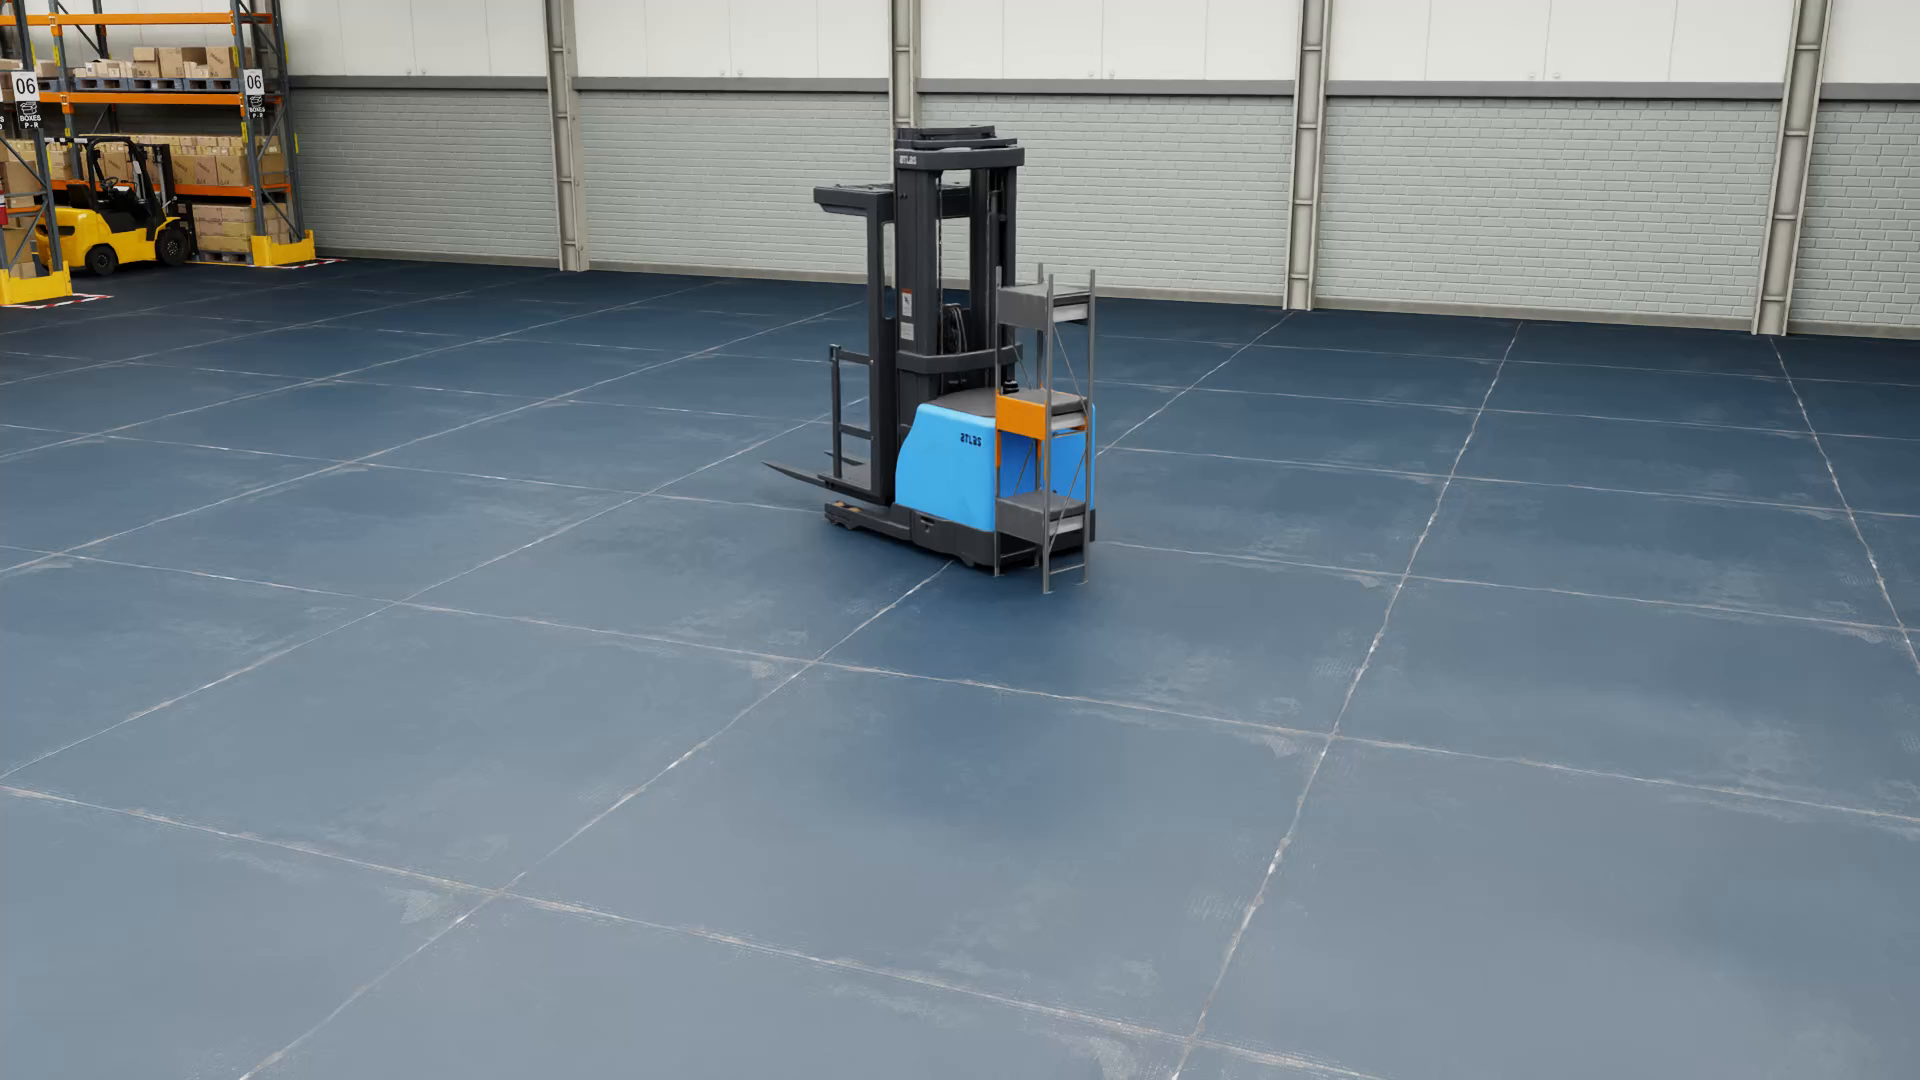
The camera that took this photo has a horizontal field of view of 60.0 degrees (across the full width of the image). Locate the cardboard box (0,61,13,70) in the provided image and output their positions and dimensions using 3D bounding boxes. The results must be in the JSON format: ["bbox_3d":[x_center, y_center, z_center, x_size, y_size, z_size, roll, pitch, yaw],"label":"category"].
[{"bbox_3d":[-13.735,-6.741,23.655,0.250,0.149,0.380,6,17,20],"label":"cardboard box"}]

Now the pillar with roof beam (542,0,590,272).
[{"bbox_3d":[-7.976,-7.693,22.532,0.400,9.000,9.100,6,17,21],"label":"pillar with roof beam"}]

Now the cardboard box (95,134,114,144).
[{"bbox_3d":[-14.911,-7.040,29.168,0.250,0.149,0.380,7,17,21],"label":"cardboard box"}]

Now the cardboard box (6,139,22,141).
[{"bbox_3d":[-17.291,-7.282,30.535,0.250,0.149,0.380,7,18,22],"label":"cardboard box"}]

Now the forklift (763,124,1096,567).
[{"bbox_3d":[-0.369,-1.566,12.309,1.130,2.935,3.031,-13,21,-38],"label":"forklift"}]

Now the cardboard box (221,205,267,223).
[{"bbox_3d":[-12.204,-5.565,28.347,0.500,0.250,0.500,7,18,22],"label":"cardboard box"}]

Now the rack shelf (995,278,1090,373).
[{"bbox_3d":[0.548,-1.392,10.740,0.431,0.518,0.480,-13,21,-38],"label":"rack shelf"}]

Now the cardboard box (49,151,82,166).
[{"bbox_3d":[-15.933,-6.798,29.583,0.500,0.250,0.500,6,17,19],"label":"cardboard box"}]

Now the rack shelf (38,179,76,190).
[{"bbox_3d":[-17.243,-6.505,30.492,4.000,0.370,1.077,6,17,21],"label":"rack shelf"}]

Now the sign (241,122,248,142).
[{"bbox_3d":[-11.873,-6.768,27.604,0.005,0.325,0.100,6,17,21],"label":"sign"}]

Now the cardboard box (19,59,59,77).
[{"bbox_3d":[-16.145,-8.305,29.246,0.500,0.311,0.500,6,17,19],"label":"cardboard box"}]

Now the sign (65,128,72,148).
[{"bbox_3d":[-15.572,-7.023,29.049,0.005,0.325,0.100,6,17,21],"label":"sign"}]

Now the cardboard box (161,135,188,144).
[{"bbox_3d":[-13.501,-6.877,28.605,0.250,0.149,0.380,7,17,21],"label":"cardboard box"}]

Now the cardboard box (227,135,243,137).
[{"bbox_3d":[-12.377,-6.888,28.644,0.250,0.149,0.380,7,17,22],"label":"cardboard box"}]

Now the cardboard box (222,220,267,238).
[{"bbox_3d":[-12.229,-5.327,28.425,0.500,0.250,0.500,6,17,20],"label":"cardboard box"}]

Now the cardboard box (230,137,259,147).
[{"bbox_3d":[-12.072,-6.722,28.070,0.250,0.149,0.380,6,17,21],"label":"cardboard box"}]

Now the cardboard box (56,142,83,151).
[{"bbox_3d":[-15.781,-6.983,29.505,0.250,0.149,0.380,7,18,23],"label":"cardboard box"}]

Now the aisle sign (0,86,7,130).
[{"bbox_3d":[-13.528,-6.116,23.199,0.004,0.787,0.394,6,17,21],"label":"aisle sign"}]

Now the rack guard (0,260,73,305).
[{"bbox_3d":[-13.550,-3.757,24.217,0.348,0.500,1.175,6,17,21],"label":"rack guard"}]

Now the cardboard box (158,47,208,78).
[{"bbox_3d":[-13.078,-8.088,28.162,0.500,0.500,0.700,6,17,21],"label":"cardboard box"}]

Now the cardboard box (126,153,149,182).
[{"bbox_3d":[-14.103,-6.481,28.938,0.500,0.500,0.500,6,17,20],"label":"cardboard box"}]

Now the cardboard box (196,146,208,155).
[{"bbox_3d":[-12.780,-6.649,28.352,0.250,0.149,0.380,6,17,20],"label":"cardboard box"}]

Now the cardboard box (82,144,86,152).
[{"bbox_3d":[-15.182,-6.905,29.236,0.250,0.149,0.380,6,17,20],"label":"cardboard box"}]

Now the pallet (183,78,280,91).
[{"bbox_3d":[-12.309,-7.714,28.144,1.213,0.211,1.003,6,17,21],"label":"pallet"}]

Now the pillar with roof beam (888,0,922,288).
[{"bbox_3d":[-2.395,-7.079,20.418,0.400,9.000,9.100,6,17,21],"label":"pillar with roof beam"}]

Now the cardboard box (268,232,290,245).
[{"bbox_3d":[-12.046,-5.219,28.950,0.500,0.250,0.500,6,17,21],"label":"cardboard box"}]

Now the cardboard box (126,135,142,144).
[{"bbox_3d":[-14.224,-6.940,28.821,0.250,0.149,0.380,6,17,20],"label":"cardboard box"}]

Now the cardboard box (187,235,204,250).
[{"bbox_3d":[-13.135,-5.191,28.854,0.500,0.250,0.500,6,17,21],"label":"cardboard box"}]

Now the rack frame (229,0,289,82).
[{"bbox_3d":[-11.661,-9.118,27.441,0.127,3.000,1.000,6,17,21],"label":"rack frame"}]

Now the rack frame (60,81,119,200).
[{"bbox_3d":[-15.382,-6.646,29.687,0.127,3.000,1.000,6,17,21],"label":"rack frame"}]

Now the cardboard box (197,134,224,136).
[{"bbox_3d":[-13.064,-6.990,28.996,0.250,0.149,0.380,6,17,19],"label":"cardboard box"}]

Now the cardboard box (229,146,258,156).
[{"bbox_3d":[-12.086,-6.559,28.045,0.250,0.149,0.380,7,17,21],"label":"cardboard box"}]

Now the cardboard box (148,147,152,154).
[{"bbox_3d":[-13.751,-6.742,28.673,0.250,0.149,0.380,6,17,19],"label":"cardboard box"}]

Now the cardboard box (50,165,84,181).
[{"bbox_3d":[-15.947,-6.558,29.652,0.500,0.250,0.500,7,17,22],"label":"cardboard box"}]

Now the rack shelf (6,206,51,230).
[{"bbox_3d":[-15.339,-4.809,24.647,4.000,0.370,1.077,6,17,21],"label":"rack shelf"}]

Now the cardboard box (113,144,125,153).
[{"bbox_3d":[-14.486,-6.815,28.926,0.250,0.149,0.380,7,17,22],"label":"cardboard box"}]

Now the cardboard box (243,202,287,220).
[{"bbox_3d":[-12.039,-5.697,28.802,0.500,0.250,0.500,6,17,20],"label":"cardboard box"}]

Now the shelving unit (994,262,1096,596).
[{"bbox_3d":[0.548,-0.733,10.931,0.431,2.100,0.503,-13,21,-38],"label":"shelving unit"}]

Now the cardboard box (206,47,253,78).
[{"bbox_3d":[-12.162,-7.957,27.712,0.500,0.500,0.500,7,18,22],"label":"cardboard box"}]

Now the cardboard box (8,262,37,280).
[{"bbox_3d":[-14.128,-3.985,24.698,0.500,0.250,0.500,6,17,20],"label":"cardboard box"}]

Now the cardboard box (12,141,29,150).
[{"bbox_3d":[-16.750,-7.079,29.836,0.250,0.149,0.380,6,17,19],"label":"cardboard box"}]

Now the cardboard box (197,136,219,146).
[{"bbox_3d":[-12.770,-6.803,28.351,0.250,0.149,0.380,6,17,21],"label":"cardboard box"}]

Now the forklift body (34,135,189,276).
[{"bbox_3d":[-14.095,-5.550,27.435,1.214,2.155,2.313,6,17,21],"label":"forklift body"}]

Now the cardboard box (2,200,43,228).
[{"bbox_3d":[-17.291,-5.916,30.677,0.625,0.625,0.875,6,17,18],"label":"cardboard box"}]

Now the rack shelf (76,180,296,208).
[{"bbox_3d":[-13.522,-6.096,29.083,4.000,0.370,1.077,6,17,21],"label":"rack shelf"}]

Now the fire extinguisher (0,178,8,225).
[{"bbox_3d":[-13.542,-4.781,23.401,0.183,0.674,0.296,6,17,21],"label":"fire extinguisher"}]

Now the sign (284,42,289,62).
[{"bbox_3d":[-11.452,-8.279,28.220,0.005,0.325,0.100,6,17,21],"label":"sign"}]

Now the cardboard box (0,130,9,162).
[{"bbox_3d":[-14.034,-5.616,23.632,0.500,0.500,0.700,6,17,19],"label":"cardboard box"}]

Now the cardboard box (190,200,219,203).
[{"bbox_3d":[-13.440,-5.855,29.347,0.500,0.250,0.500,6,17,20],"label":"cardboard box"}]

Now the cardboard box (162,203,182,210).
[{"bbox_3d":[-13.623,-5.718,28.876,0.500,0.250,0.500,6,17,20],"label":"cardboard box"}]

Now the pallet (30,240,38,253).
[{"bbox_3d":[-16.082,-5.372,30.301,1.213,0.211,1.003,6,17,21],"label":"pallet"}]

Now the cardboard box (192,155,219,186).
[{"bbox_3d":[-12.695,-6.323,28.394,0.500,0.500,0.500,7,18,22],"label":"cardboard box"}]

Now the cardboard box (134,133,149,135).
[{"bbox_3d":[-14.505,-7.134,29.492,0.250,0.149,0.380,6,17,20],"label":"cardboard box"}]

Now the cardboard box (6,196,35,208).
[{"bbox_3d":[-13.719,-4.917,24.182,0.250,0.149,0.380,6,17,21],"label":"cardboard box"}]

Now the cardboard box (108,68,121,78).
[{"bbox_3d":[-14.361,-8.013,28.531,0.250,0.149,0.380,7,18,22],"label":"cardboard box"}]
